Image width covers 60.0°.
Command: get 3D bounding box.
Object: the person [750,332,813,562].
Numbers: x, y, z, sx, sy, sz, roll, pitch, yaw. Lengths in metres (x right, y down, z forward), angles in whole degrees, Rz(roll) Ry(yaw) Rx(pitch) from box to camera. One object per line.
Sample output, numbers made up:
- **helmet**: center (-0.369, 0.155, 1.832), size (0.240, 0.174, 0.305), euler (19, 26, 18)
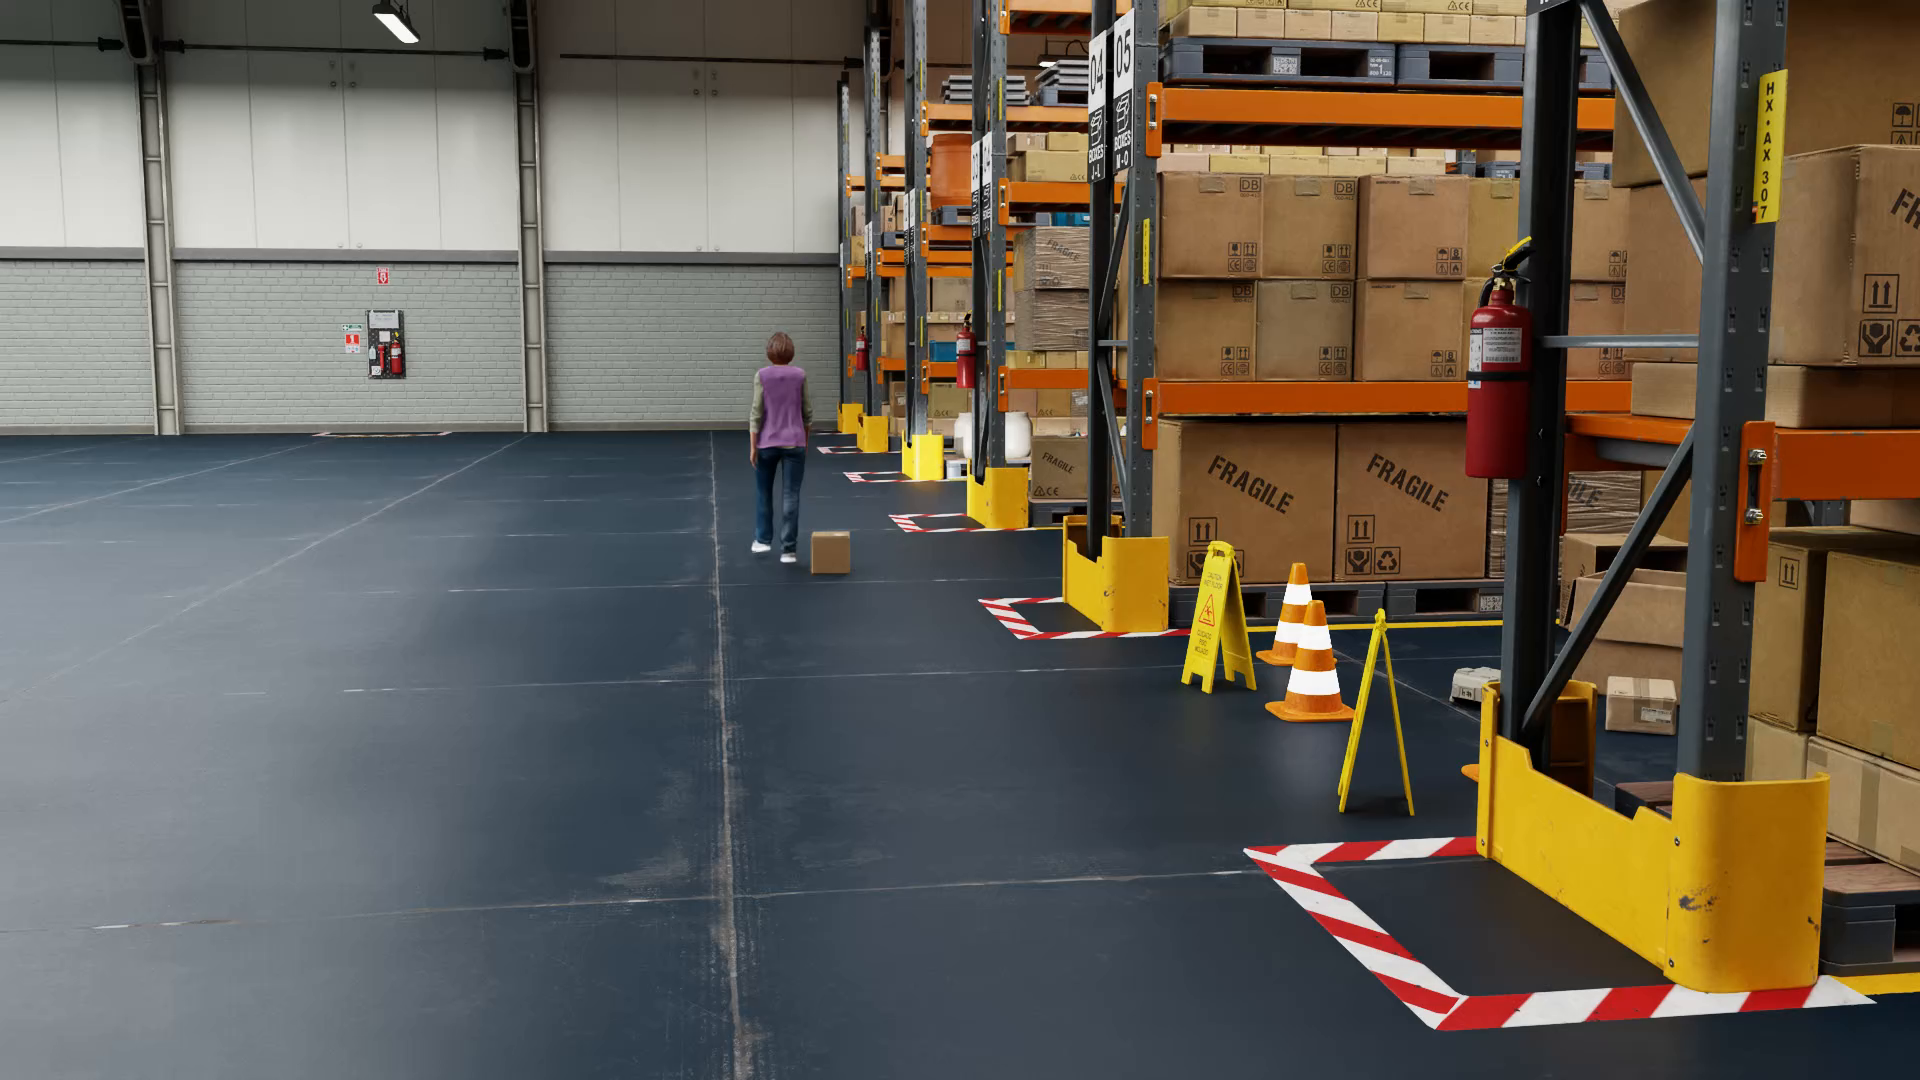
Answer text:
- **person**: center (-1.229, -0.650, 11.456), size (0.438, 1.557, 0.873), euler (-1, 7, -8)
